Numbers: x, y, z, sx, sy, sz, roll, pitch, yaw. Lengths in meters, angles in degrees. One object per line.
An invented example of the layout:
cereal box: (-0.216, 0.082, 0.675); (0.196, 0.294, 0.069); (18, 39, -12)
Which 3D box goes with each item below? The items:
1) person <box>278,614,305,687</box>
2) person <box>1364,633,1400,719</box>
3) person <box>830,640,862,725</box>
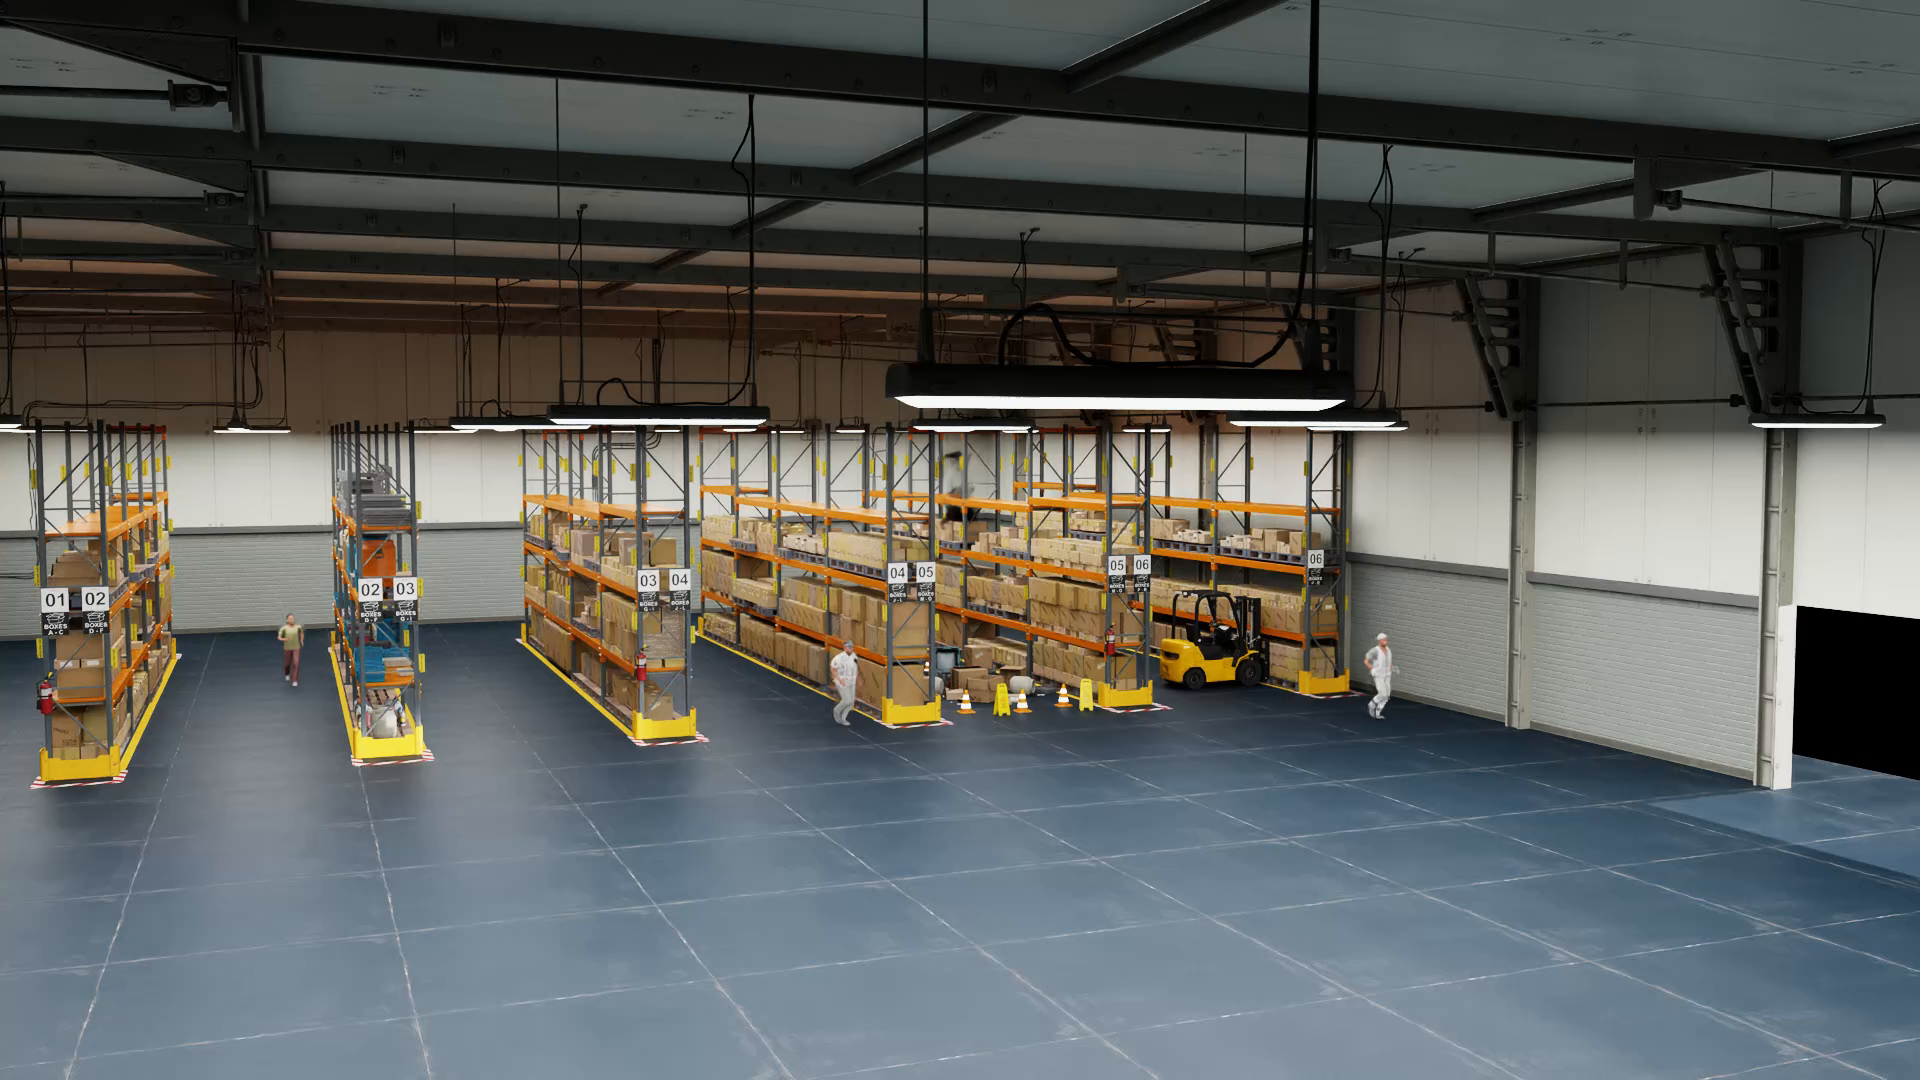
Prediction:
person: (-15.324, 2.508, 38.139); (0.587, 1.643, 0.898); (-2, 4, -27)
person: (8.514, 2.751, 33.481); (0.633, 1.743, 0.575); (-2, 4, -30)
person: (-2.251, 2.813, 32.864); (0.567, 1.718, 0.635); (4, 5, 44)
